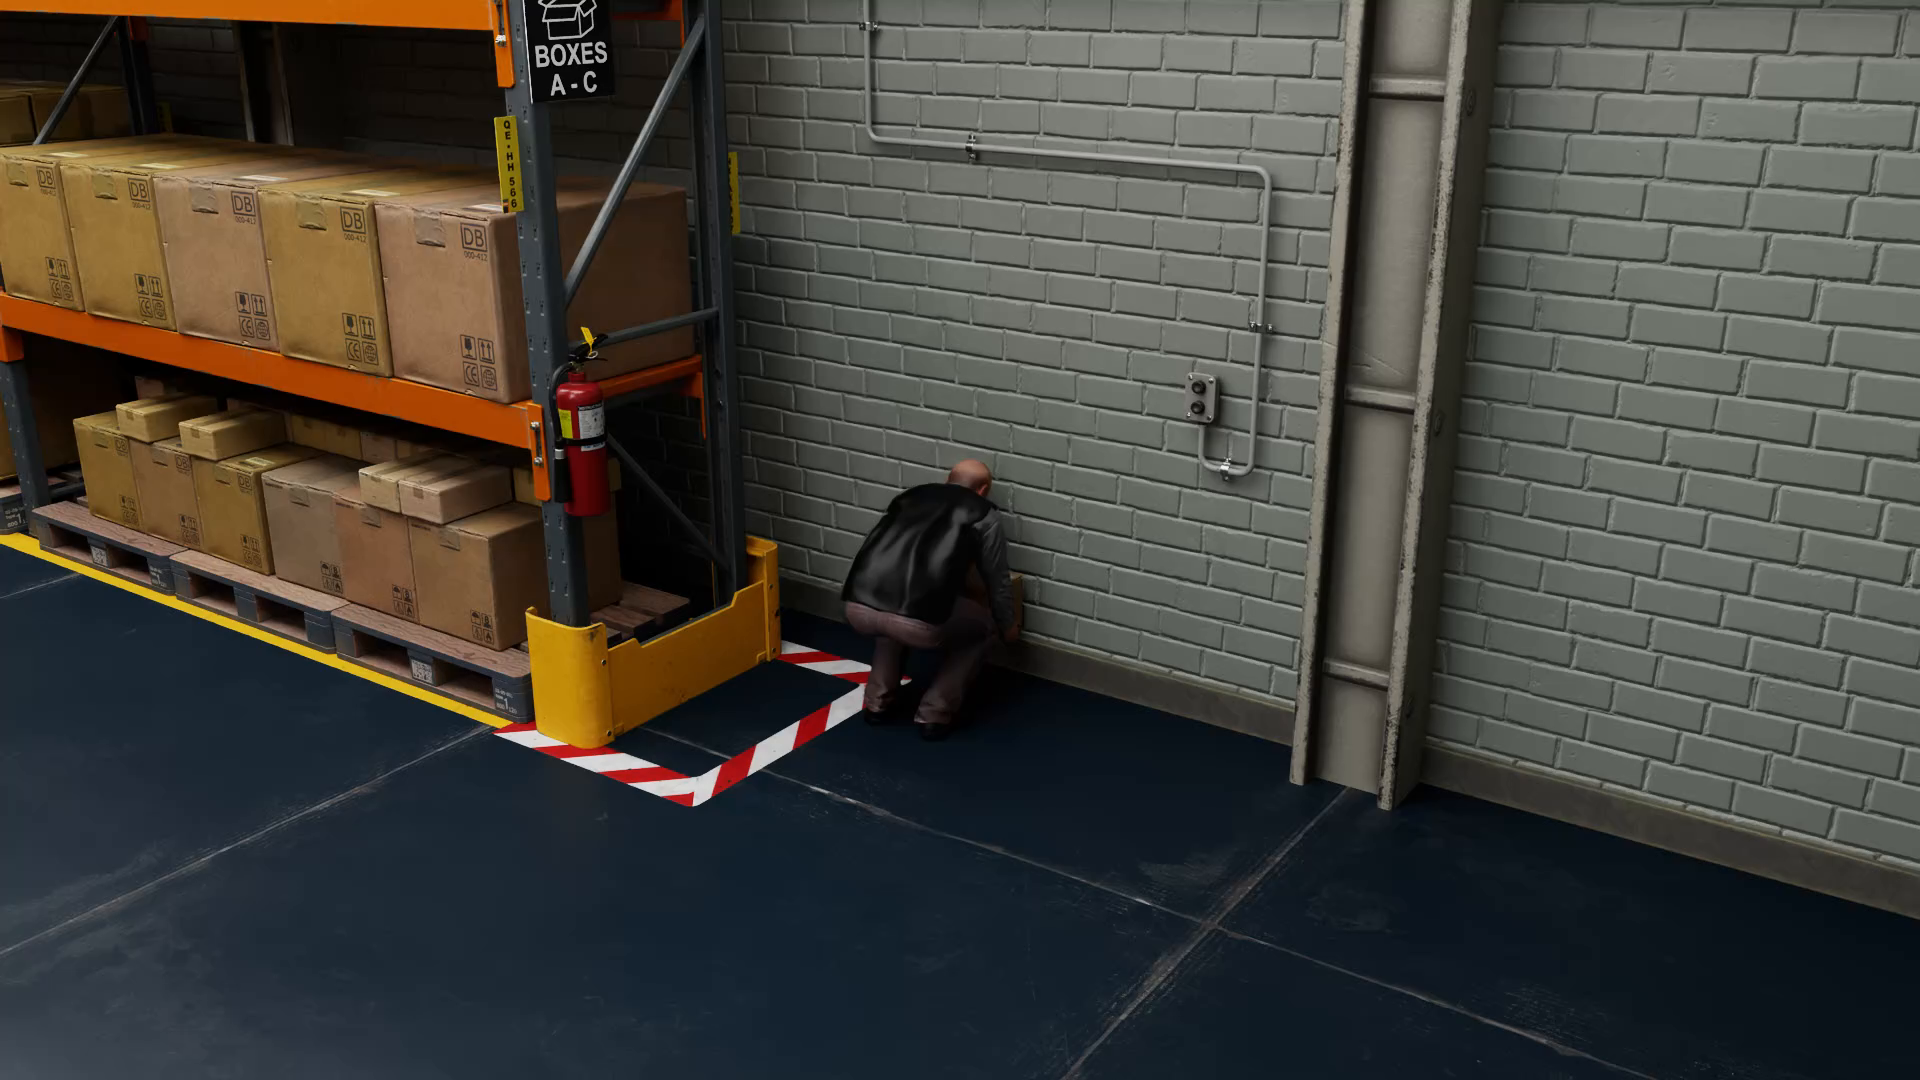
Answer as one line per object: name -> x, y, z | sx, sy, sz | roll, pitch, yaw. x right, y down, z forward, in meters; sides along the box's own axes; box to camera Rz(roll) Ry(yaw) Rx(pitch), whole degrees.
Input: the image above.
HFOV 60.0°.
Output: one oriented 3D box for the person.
person -> -0.104, 0.230, 6.613 | 0.511, 0.957, 0.905 | 11, 23, 29
